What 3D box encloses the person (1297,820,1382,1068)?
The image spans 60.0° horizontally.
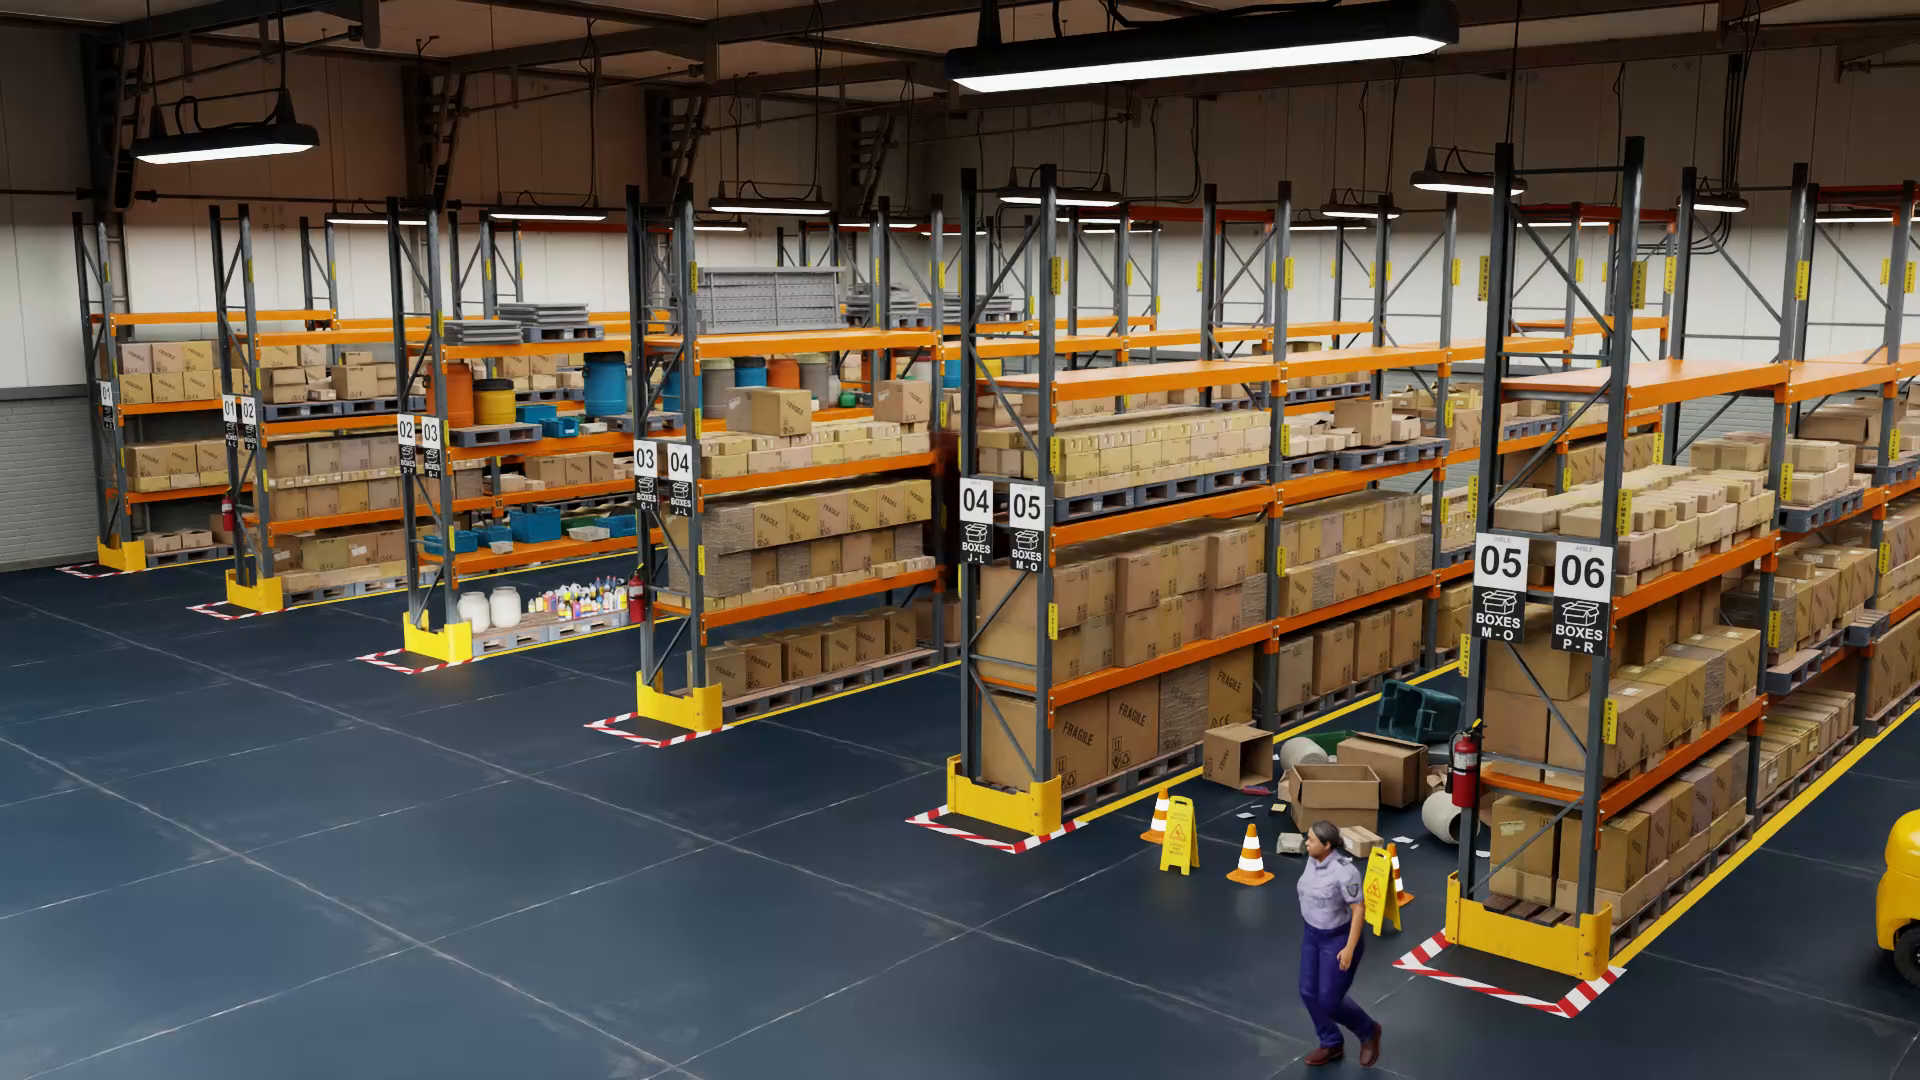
[{"bbox_3d":[2.464,2.602,10.819,0.499,1.631,0.553,-4,10,-23],"label":"person"}]
